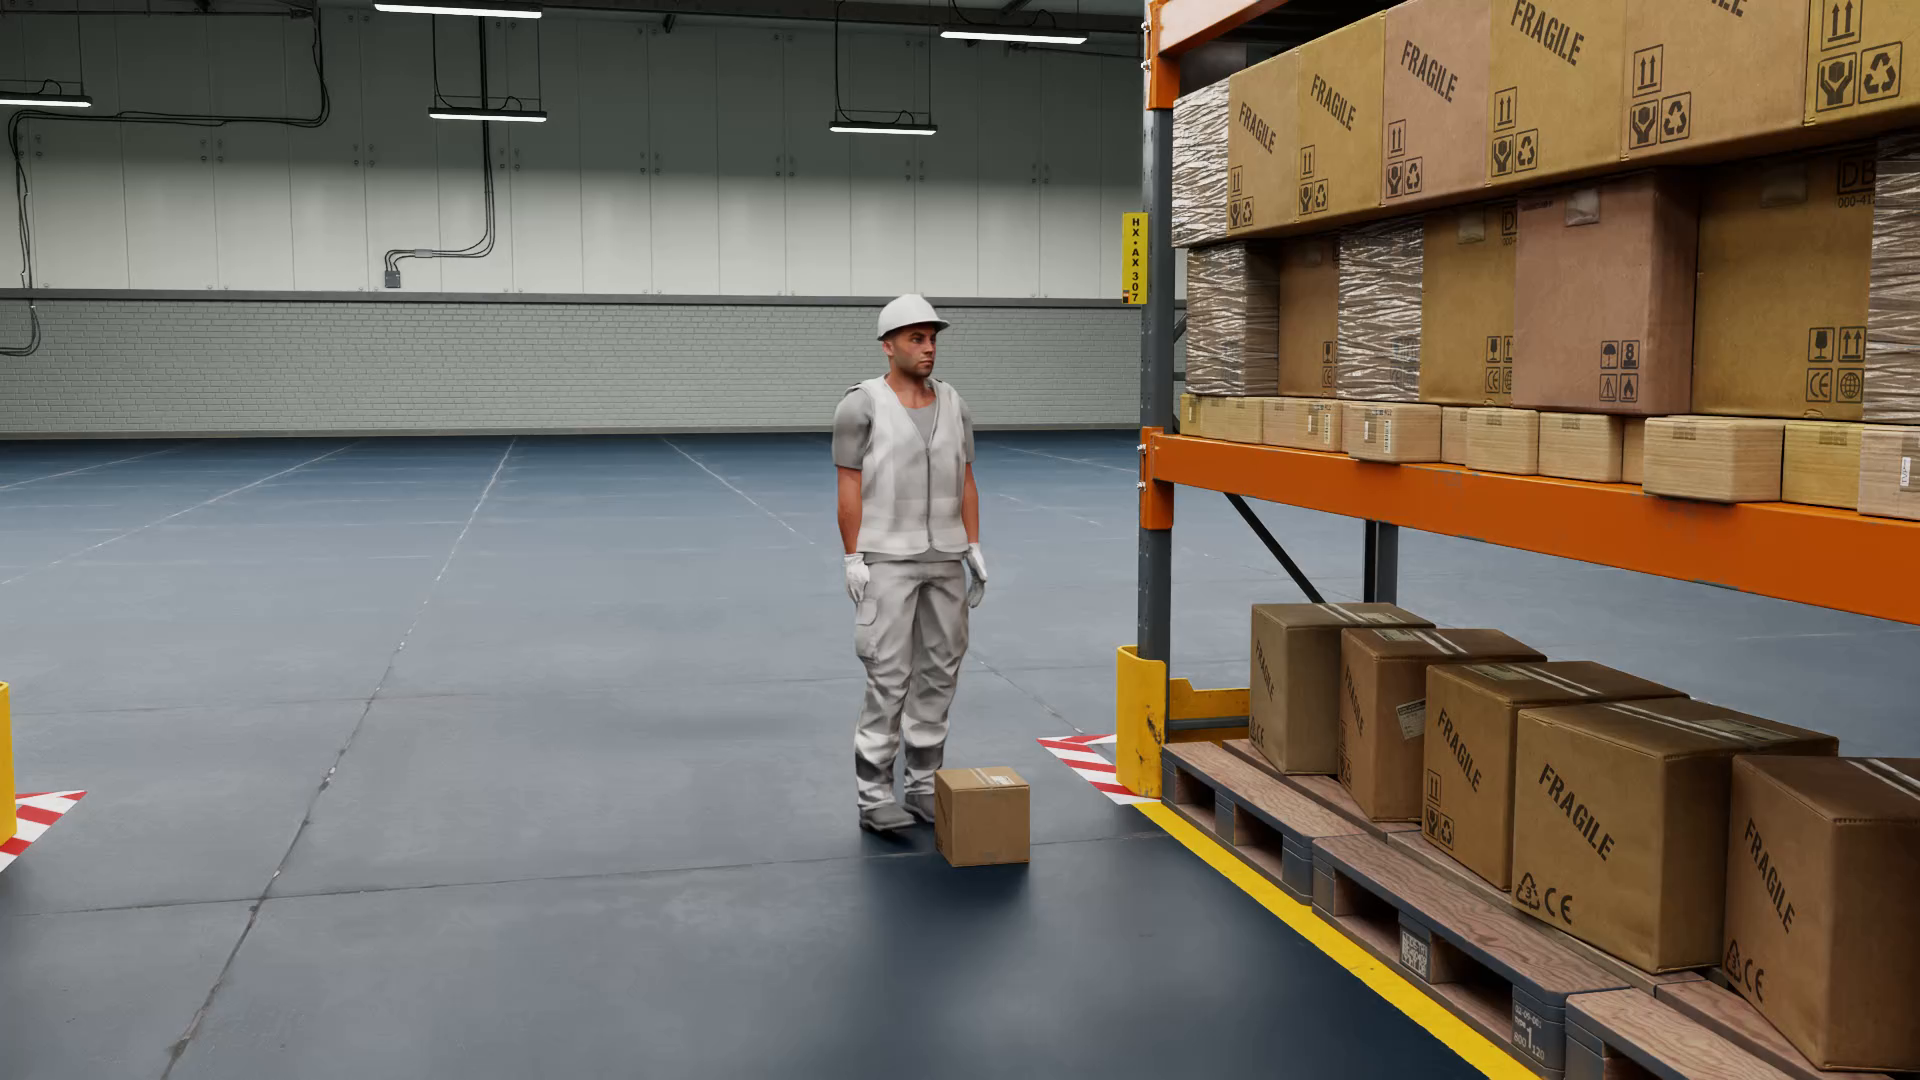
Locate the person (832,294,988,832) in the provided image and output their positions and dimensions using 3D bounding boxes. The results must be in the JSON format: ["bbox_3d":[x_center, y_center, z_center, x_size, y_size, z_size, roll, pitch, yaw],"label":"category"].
[{"bbox_3d":[-0.147,0.081,5.553,0.524,1.792,0.390,-4,7,-31],"label":"person"}]
